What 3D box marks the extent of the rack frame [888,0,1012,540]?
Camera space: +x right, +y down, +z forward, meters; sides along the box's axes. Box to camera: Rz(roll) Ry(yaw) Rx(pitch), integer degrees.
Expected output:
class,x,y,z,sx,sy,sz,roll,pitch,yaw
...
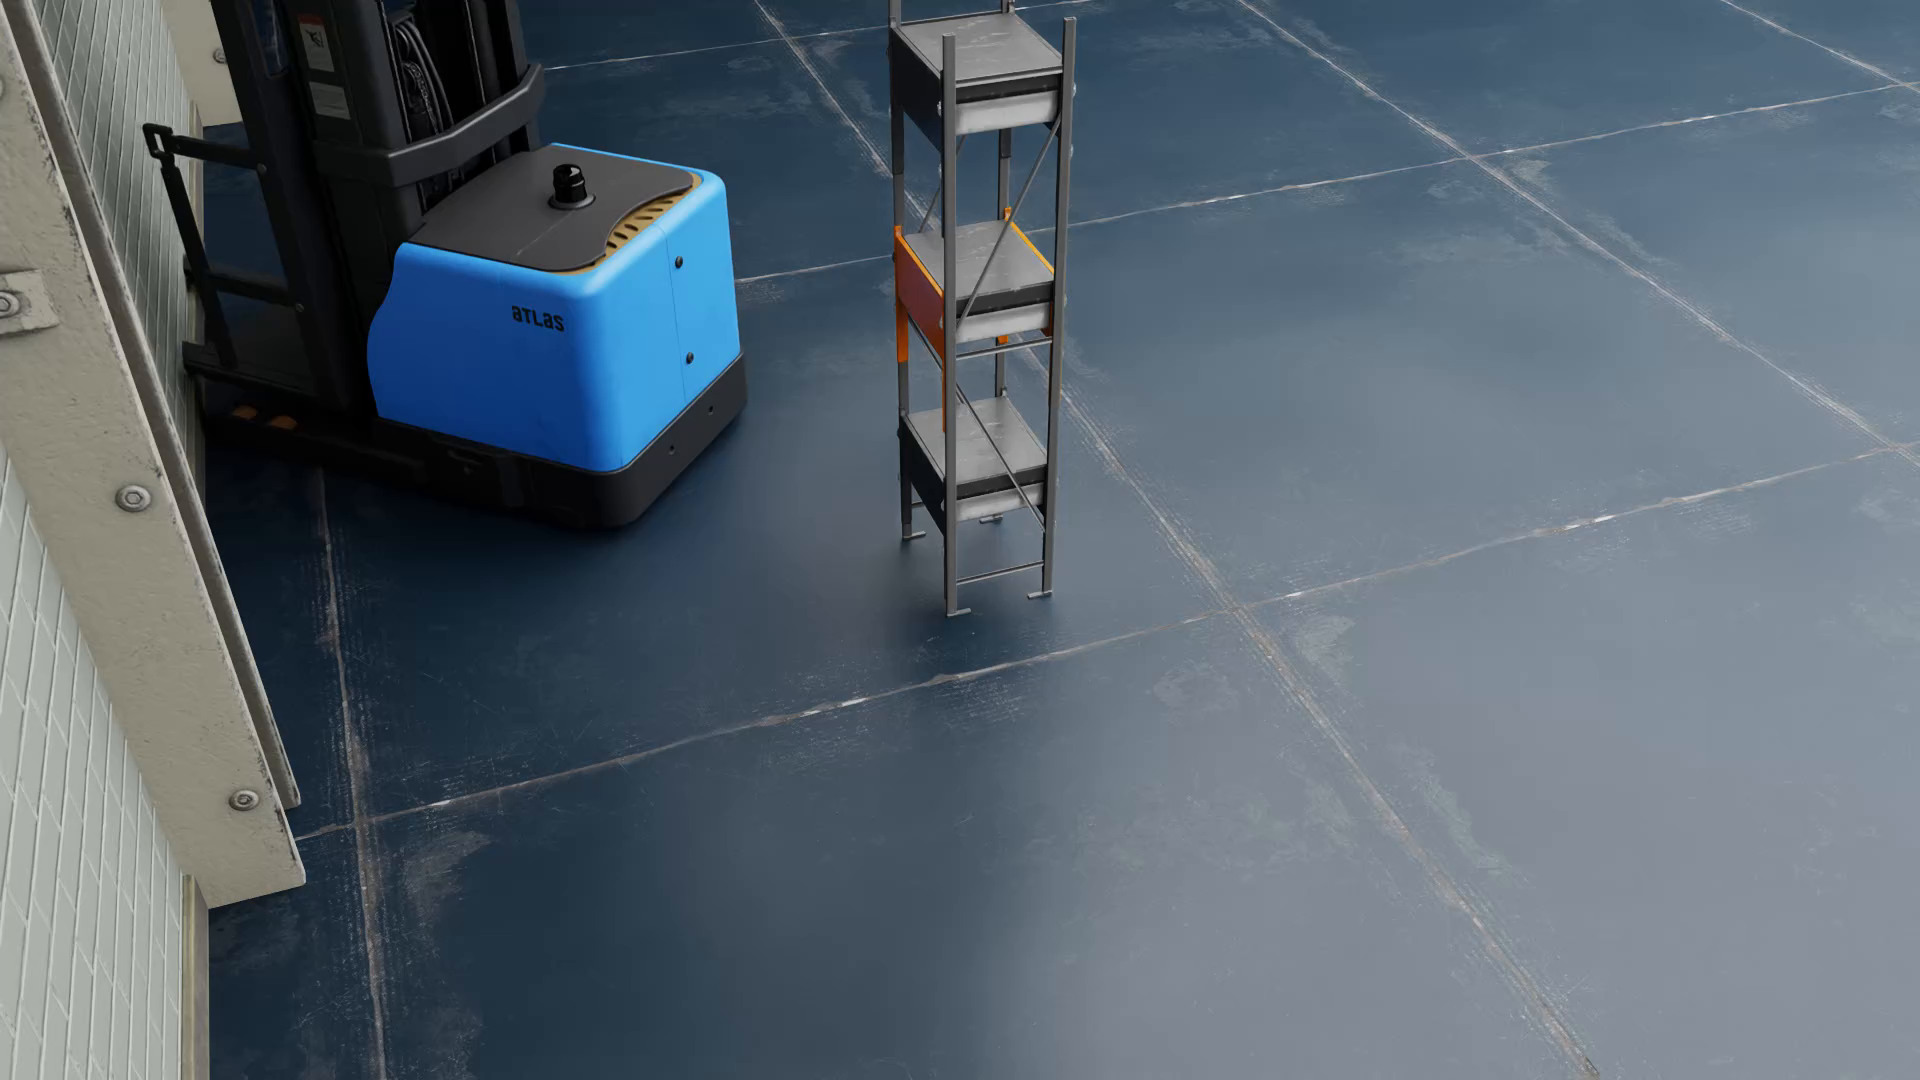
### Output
class,x,y,z,sx,sy,sz,roll,pitch,yaw
rack frame,-0.027,-0.883,5.677,0.400,2.100,0.015,-12,39,-16

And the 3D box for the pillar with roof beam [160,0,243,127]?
class,x,y,z,sx,sy,sz,roll,pitch,yaw
pillar with roof beam,-0.165,-6.940,7.985,9.100,9.000,0.400,-12,39,-16

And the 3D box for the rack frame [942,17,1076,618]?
class,x,y,z,sx,sy,sz,roll,pitch,yaw
rack frame,0.141,-0.607,5.311,0.400,2.100,0.015,-12,39,-16

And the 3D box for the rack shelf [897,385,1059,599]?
class,x,y,z,sx,sy,sz,roll,pitch,yaw
rack shelf,0.057,-0.175,5.923,0.431,0.518,0.480,-12,39,-16

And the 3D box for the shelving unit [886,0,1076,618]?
class,x,y,z,sx,sy,sz,roll,pitch,yaw
shelving unit,0.057,-0.745,5.494,0.431,2.100,0.503,-12,39,-16

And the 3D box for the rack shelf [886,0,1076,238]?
class,x,y,z,sx,sy,sz,roll,pitch,yaw
rack shelf,0.057,-1.293,5.081,0.431,0.518,0.480,-12,39,-16

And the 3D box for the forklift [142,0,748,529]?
class,x,y,z,sx,sy,sz,roll,pitch,yaw
forklift,-2.445,-1.782,6.179,3.031,2.935,1.130,14,39,18

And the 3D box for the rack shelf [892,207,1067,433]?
class,x,y,z,sx,sy,sz,roll,pitch,yaw
rack shelf,0.057,-0.734,5.502,0.431,0.518,0.480,-12,39,-16

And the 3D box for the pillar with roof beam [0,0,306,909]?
class,x,y,z,sx,sy,sz,roll,pitch,yaw
pillar with roof beam,1.900,-3.551,3.485,9.100,9.000,0.400,-12,39,-16
